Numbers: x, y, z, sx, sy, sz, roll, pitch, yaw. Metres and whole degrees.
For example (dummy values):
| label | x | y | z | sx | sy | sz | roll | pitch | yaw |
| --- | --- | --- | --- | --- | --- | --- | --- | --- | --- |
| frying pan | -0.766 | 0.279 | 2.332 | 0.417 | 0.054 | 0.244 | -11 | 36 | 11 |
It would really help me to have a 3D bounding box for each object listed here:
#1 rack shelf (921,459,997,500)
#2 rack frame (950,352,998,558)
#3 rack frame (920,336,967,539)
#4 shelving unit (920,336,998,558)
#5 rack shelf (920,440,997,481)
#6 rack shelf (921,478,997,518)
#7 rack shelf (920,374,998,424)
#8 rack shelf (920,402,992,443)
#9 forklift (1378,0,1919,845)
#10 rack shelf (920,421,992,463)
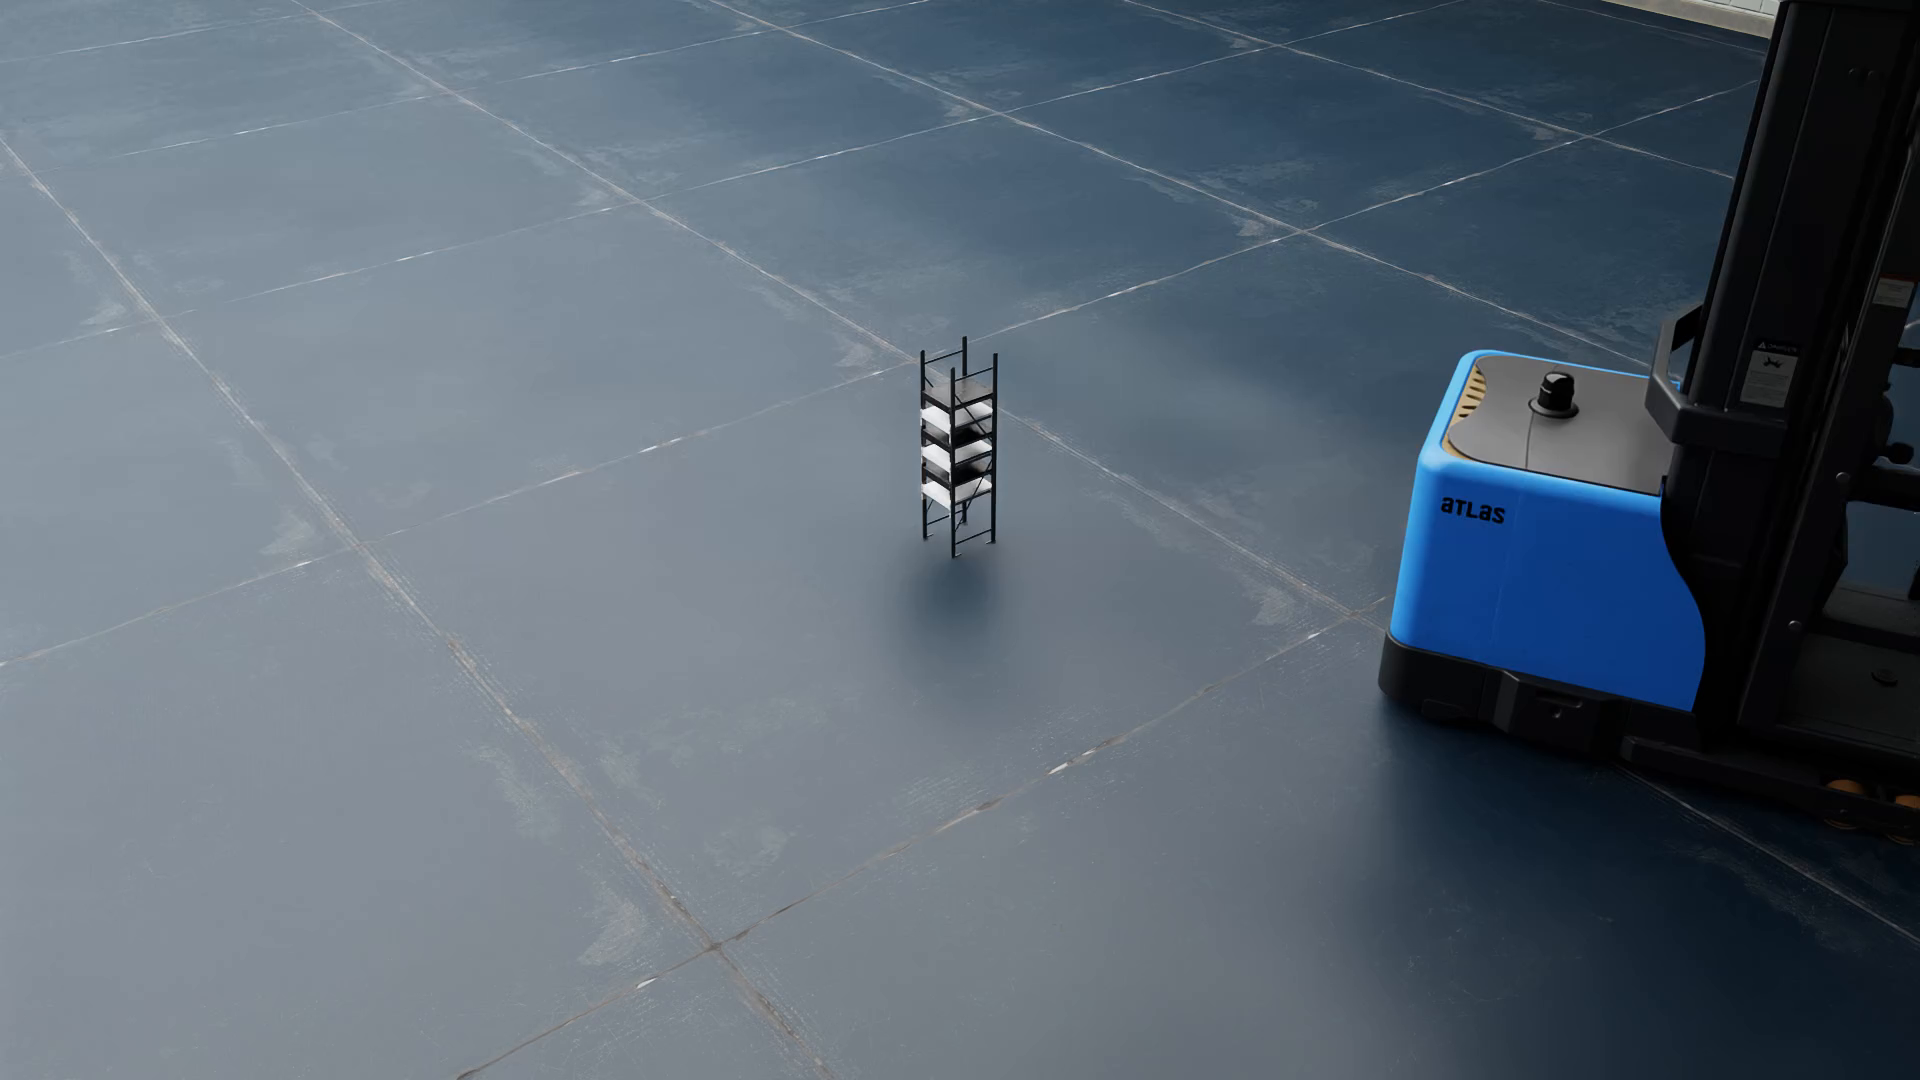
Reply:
| label | x | y | z | sx | sy | sz | roll | pitch | yaw |
| --- | --- | --- | --- | --- | --- | --- | --- | --- | --- |
| rack shelf | -0.005 | -0.281 | 7.083 | 0.258 | 0.077 | 0.200 | -22 | 38 | -31 |
| rack frame | 0.057 | -0.343 | 6.950 | 0.240 | 0.900 | 0.006 | -22 | 38 | -31 |
| rack frame | -0.067 | -0.428 | 7.086 | 0.240 | 0.900 | 0.006 | -22 | 38 | -31 |
| shelving unit | -0.005 | -0.386 | 7.018 | 0.258 | 0.900 | 0.210 | -22 | 38 | -31 |
| rack shelf | -0.005 | -0.357 | 7.036 | 0.258 | 0.077 | 0.200 | -22 | 38 | -31 |
| rack shelf | -0.005 | -0.204 | 7.131 | 0.258 | 0.077 | 0.200 | -22 | 38 | -31 |
| rack shelf | -0.005 | -0.587 | 6.893 | 0.258 | 0.077 | 0.200 | -22 | 38 | -31 |
| rack shelf | -0.005 | -0.510 | 6.941 | 0.258 | 0.077 | 0.200 | -22 | 38 | -31 |
| forklift | 3.132 | -0.539 | 5.340 | 3.031 | 2.935 | 1.130 | 13 | 34 | 20 |
| rack shelf | -0.005 | -0.434 | 6.988 | 0.258 | 0.077 | 0.200 | -22 | 38 | -31 |
